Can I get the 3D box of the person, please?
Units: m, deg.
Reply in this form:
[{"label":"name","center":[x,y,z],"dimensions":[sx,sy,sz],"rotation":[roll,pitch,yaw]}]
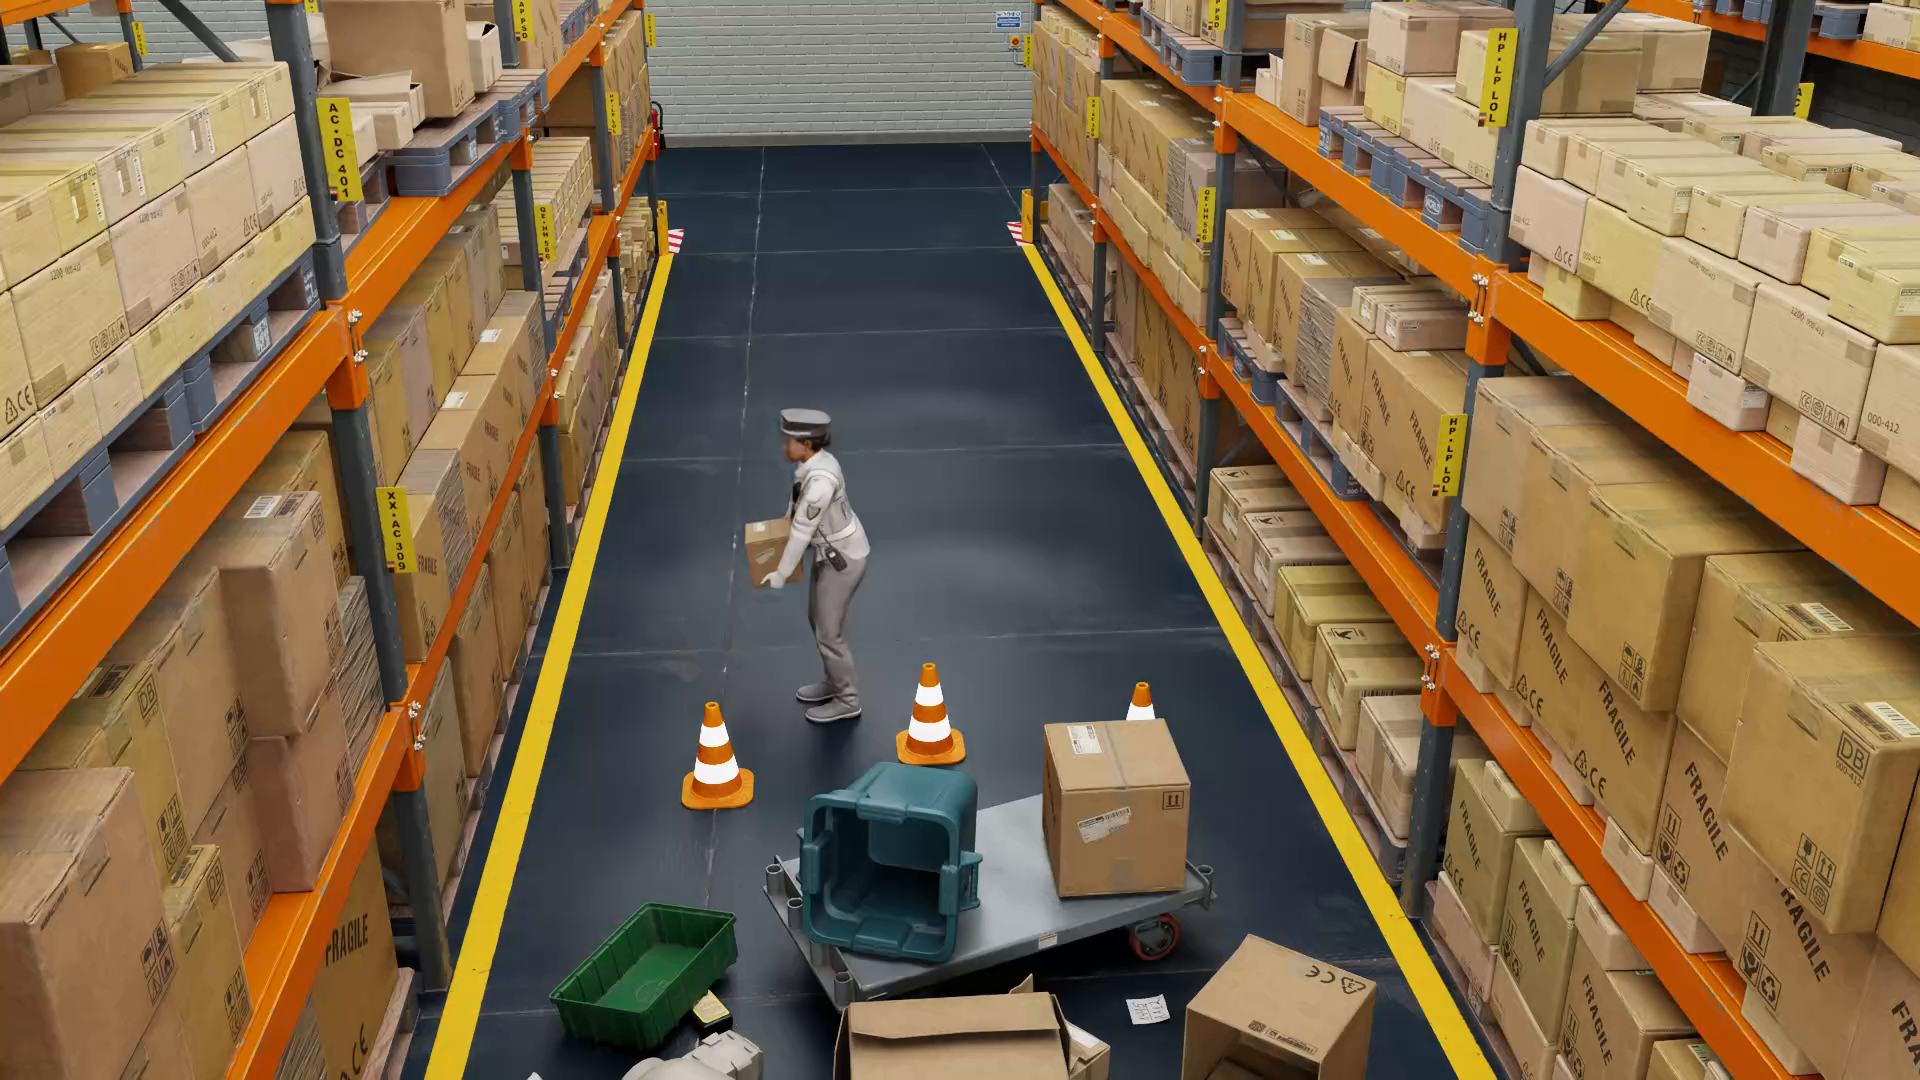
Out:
[{"label":"person","center":[-0.726,0.124,8.351],"dimensions":[0.551,1.648,0.416],"rotation":[-3,24,-6]}]
